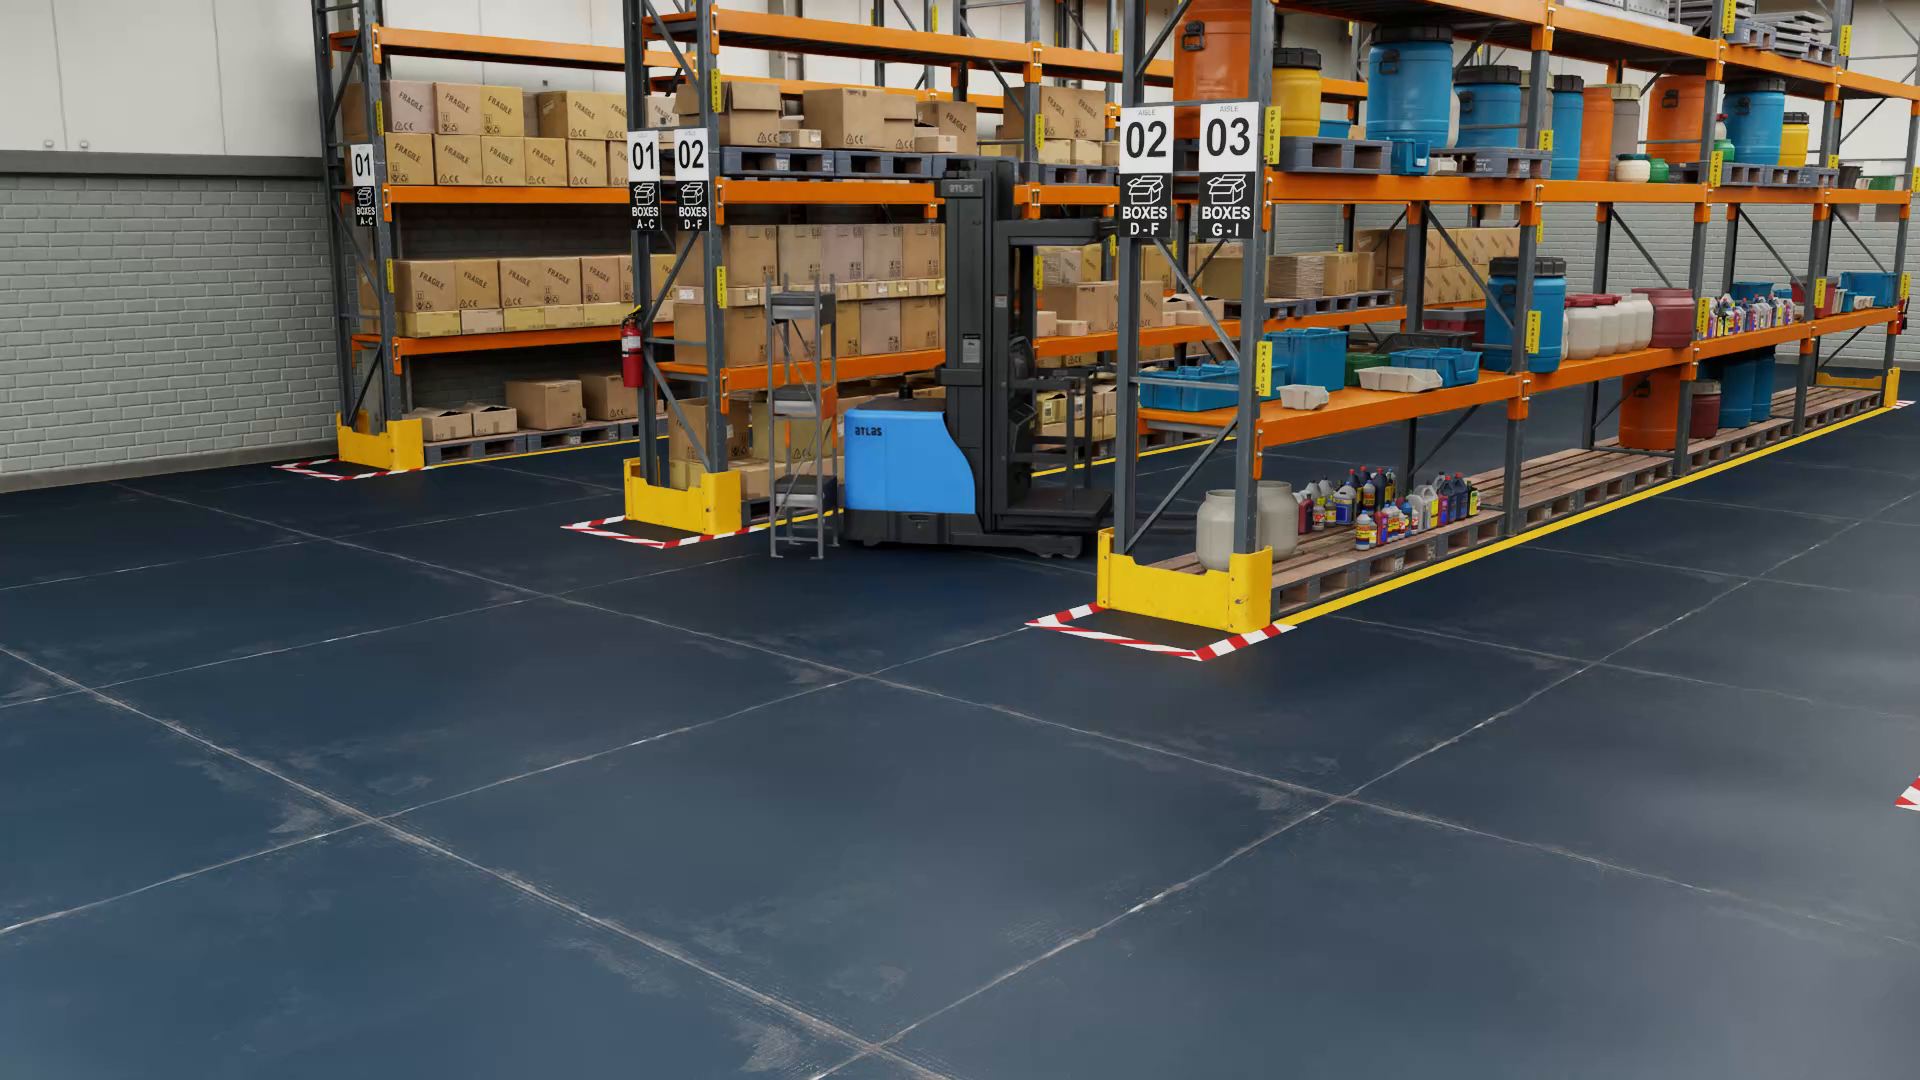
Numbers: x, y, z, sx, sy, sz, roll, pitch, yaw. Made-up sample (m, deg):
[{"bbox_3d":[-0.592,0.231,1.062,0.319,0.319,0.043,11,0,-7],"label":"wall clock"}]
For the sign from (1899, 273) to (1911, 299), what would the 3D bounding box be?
[{"bbox_3d":[12.405,-3.333,21.826,0.100,0.325,0.005,10,15,40],"label":"sign"}]

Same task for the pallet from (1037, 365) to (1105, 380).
[{"bbox_3d":[1.446,-2.524,25.309,1.003,0.211,1.213,10,15,40],"label":"pallet"}]

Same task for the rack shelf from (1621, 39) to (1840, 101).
[{"bbox_3d":[8.020,-4.832,17.288,1.077,0.370,4.000,10,15,40],"label":"rack shelf"}]

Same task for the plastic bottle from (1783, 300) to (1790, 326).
[{"bbox_3d":[9.205,-2.537,18.552,0.061,0.283,0.133,10,15,40],"label":"plastic bottle"}]

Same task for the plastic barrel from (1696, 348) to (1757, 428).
[{"bbox_3d":[8.501,-1.729,18.493,0.600,0.901,0.708,10,15,40],"label":"plastic barrel"}]

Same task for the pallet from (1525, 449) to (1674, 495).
[{"bbox_3d":[6.160,-0.669,16.021,1.003,0.211,1.213,10,15,40],"label":"pallet"}]

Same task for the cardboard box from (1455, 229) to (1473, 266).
[{"bbox_3d":[6.825,-4.099,23.265,0.500,0.500,0.500,9,15,39],"label":"cardboard box"}]

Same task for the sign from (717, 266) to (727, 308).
[{"bbox_3d":[-1.886,-2.000,13.153,0.100,0.325,0.005,10,15,40],"label":"sign"}]

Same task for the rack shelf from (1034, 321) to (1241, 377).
[{"bbox_3d":[1.662,-2.139,18.100,1.077,0.370,4.000,10,15,40],"label":"rack shelf"}]

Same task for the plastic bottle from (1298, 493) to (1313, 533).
[{"bbox_3d":[2.570,-0.199,12.359,0.061,0.283,0.133,10,15,40],"label":"plastic bottle"}]

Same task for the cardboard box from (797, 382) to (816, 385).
[{"bbox_3d":[-2.238,-2.090,21.277,0.700,0.500,0.500,10,15,41],"label":"cardboard box"}]

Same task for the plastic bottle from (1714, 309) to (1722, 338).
[{"bbox_3d":[7.657,-2.192,16.824,0.061,0.283,0.133,10,15,40],"label":"plastic bottle"}]

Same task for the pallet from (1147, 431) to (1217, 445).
[{"bbox_3d":[2.409,-1.303,19.194,1.003,0.211,1.213,10,15,40],"label":"pallet"}]

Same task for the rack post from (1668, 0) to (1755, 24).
[{"bbox_3d":[7.148,-5.162,16.273,0.954,0.300,0.937,10,15,40],"label":"rack post"}]

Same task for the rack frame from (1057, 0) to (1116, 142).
[{"bbox_3d":[1.899,-6.956,25.065,1.000,3.000,0.127,10,15,40],"label":"rack frame"}]

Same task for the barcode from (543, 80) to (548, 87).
[{"bbox_3d":[-4.623,-5.091,18.534,0.001,0.075,0.075,10,15,40],"label":"barcode"}]

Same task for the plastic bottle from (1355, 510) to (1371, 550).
[{"bbox_3d":[2.850,-0.072,11.758,0.097,0.271,0.097,0,11,0],"label":"plastic bottle"}]

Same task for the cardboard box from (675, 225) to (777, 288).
[{"bbox_3d":[-1.946,-2.369,13.847,0.700,0.500,0.500,10,15,41],"label":"cardboard box"}]

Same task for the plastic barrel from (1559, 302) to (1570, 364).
[{"bbox_3d":[4.856,-1.736,13.896,0.433,0.535,0.433,0,11,0],"label":"plastic barrel"}]

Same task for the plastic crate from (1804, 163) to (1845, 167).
[{"bbox_3d":[10.766,-4.573,20.951,0.504,0.338,0.767,10,15,40],"label":"plastic crate"}]

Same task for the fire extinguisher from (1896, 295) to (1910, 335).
[{"bbox_3d":[12.422,-3.065,22.047,0.296,0.674,0.183,10,15,40],"label":"fire extinguisher"}]

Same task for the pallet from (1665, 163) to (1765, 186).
[{"bbox_3d":[7.278,-3.623,16.518,1.003,0.211,1.213,10,15,40],"label":"pallet"}]

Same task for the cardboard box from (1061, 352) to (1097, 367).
[{"bbox_3d":[1.567,-3.054,25.259,0.750,0.750,0.750,10,15,41],"label":"cardboard box"}]

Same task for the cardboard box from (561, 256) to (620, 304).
[{"bbox_3d":[-4.128,-2.885,18.415,0.500,0.500,0.500,9,15,39],"label":"cardboard box"}]

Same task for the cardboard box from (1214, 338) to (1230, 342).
[{"bbox_3d":[4.152,-3.467,28.223,0.700,0.500,0.500,10,15,40],"label":"cardboard box"}]

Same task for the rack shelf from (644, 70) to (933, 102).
[{"bbox_3d":[-2.062,-5.525,20.755,1.077,0.370,4.000,10,15,40],"label":"rack shelf"}]

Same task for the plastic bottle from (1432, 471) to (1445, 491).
[{"bbox_3d":[3.743,-0.360,12.995,0.144,0.351,0.185,10,15,40],"label":"plastic bottle"}]

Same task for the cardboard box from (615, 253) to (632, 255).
[{"bbox_3d":[-3.849,-3.099,19.488,0.500,0.500,0.500,9,15,39],"label":"cardboard box"}]

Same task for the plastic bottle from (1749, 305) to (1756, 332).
[{"bbox_3d":[8.389,-2.355,17.641,0.061,0.283,0.133,10,15,40],"label":"plastic bottle"}]

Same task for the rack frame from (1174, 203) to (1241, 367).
[{"bbox_3d":[2.982,-2.786,19.502,1.000,3.000,0.127,10,15,40],"label":"rack frame"}]

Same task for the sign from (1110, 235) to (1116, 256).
[{"bbox_3d":[2.313,-4.475,25.203,0.100,0.325,0.005,10,15,40],"label":"sign"}]

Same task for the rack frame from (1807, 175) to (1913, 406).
[{"bbox_3d":[11.981,-3.322,22.186,1.000,3.000,0.127,10,15,40],"label":"rack frame"}]

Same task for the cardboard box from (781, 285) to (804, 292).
[{"bbox_3d":[-1.540,-2.082,14.065,0.380,0.149,0.250,10,15,41],"label":"cardboard box"}]

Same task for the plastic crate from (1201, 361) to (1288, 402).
[{"bbox_3d":[1.958,-1.102,11.452,0.499,0.251,0.408,10,15,40],"label":"plastic crate"}]

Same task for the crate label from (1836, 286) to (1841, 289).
[{"bbox_3d":[11.571,-3.276,22.228,0.416,0.233,0.303,10,15,40],"label":"crate label"}]

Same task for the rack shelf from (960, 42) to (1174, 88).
[{"bbox_3d":[1.662,-4.885,17.551,1.077,0.370,4.000,10,15,40],"label":"rack shelf"}]

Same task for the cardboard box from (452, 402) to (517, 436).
[{"bbox_3d":[-5.122,-1.320,17.905,0.500,0.311,0.500,-11,15,-43],"label":"cardboard box"}]

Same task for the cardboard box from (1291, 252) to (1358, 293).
[{"bbox_3d":[4.735,-3.479,21.646,0.500,0.500,0.700,-9,15,-39],"label":"cardboard box"}]

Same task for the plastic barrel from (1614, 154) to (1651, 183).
[{"bbox_3d":[6.036,-3.331,14.925,0.301,0.262,0.301,0,11,0],"label":"plastic barrel"}]

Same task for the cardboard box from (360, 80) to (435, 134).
[{"bbox_3d":[-5.586,-4.294,16.536,0.500,0.500,0.500,8,14,36],"label":"cardboard box"}]

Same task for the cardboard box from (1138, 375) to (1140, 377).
[{"bbox_3d":[2.147,-1.659,18.373,0.500,0.311,0.500,10,15,40],"label":"cardboard box"}]

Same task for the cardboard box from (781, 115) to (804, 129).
[{"bbox_3d":[-1.370,-3.596,14.698,0.500,0.311,0.500,-10,15,-41],"label":"cardboard box"}]

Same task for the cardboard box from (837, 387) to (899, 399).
[{"bbox_3d":[-0.786,-1.105,15.118,0.500,0.500,0.500,10,15,40],"label":"cardboard box"}]

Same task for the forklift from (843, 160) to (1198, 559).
[{"bbox_3d":[0.666,-1.409,12.783,3.031,2.935,1.130,2,12,12],"label":"forklift"}]

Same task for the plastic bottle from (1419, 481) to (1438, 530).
[{"bbox_3d":[3.511,-0.266,12.523,0.144,0.351,0.185,10,15,40],"label":"plastic bottle"}]

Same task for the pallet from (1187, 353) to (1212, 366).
[{"bbox_3d":[4.070,-3.108,28.233,1.003,0.211,1.213,10,15,40],"label":"pallet"}]

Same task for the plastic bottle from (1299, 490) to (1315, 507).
[{"bbox_3d":[2.581,-0.229,12.531,0.152,0.276,0.135,9,15,39],"label":"plastic bottle"}]

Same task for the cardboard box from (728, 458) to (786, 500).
[{"bbox_3d":[-1.778,-0.517,14.089,0.500,0.250,0.500,10,15,40],"label":"cardboard box"}]

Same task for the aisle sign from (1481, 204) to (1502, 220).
[{"bbox_3d":[8.087,-5.286,25.381,0.394,0.787,0.004,10,15,40],"label":"aisle sign"}]

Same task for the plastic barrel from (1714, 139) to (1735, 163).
[{"bbox_3d":[7.572,-3.872,16.605,0.294,0.245,0.294,0,11,0],"label":"plastic barrel"}]

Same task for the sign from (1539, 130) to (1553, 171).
[{"bbox_3d":[4.466,-2.959,12.688,0.100,0.325,0.005,10,15,40],"label":"sign"}]

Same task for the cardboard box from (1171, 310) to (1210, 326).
[{"bbox_3d":[2.596,-2.495,18.686,0.380,0.149,0.250,10,15,40],"label":"cardboard box"}]

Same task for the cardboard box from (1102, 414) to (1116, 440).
[{"bbox_3d":[1.472,-1.234,17.680,0.500,0.250,0.500,9,15,39],"label":"cardboard box"}]

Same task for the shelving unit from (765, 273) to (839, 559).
[{"bbox_3d":[-1.186,-0.943,12.564,0.431,2.100,0.503,2,11,9],"label":"shelving unit"}]

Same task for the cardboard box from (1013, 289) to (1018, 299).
[{"bbox_3d":[0.654,-3.558,23.958,0.380,0.149,0.250,10,15,41],"label":"cardboard box"}]

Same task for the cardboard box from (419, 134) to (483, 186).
[{"bbox_3d":[-5.233,-3.870,16.965,0.500,0.500,0.500,-11,16,-44],"label":"cardboard box"}]

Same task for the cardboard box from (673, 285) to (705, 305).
[{"bbox_3d":[-2.190,-2.057,13.941,0.380,0.149,0.250,9,15,39],"label":"cardboard box"}]
